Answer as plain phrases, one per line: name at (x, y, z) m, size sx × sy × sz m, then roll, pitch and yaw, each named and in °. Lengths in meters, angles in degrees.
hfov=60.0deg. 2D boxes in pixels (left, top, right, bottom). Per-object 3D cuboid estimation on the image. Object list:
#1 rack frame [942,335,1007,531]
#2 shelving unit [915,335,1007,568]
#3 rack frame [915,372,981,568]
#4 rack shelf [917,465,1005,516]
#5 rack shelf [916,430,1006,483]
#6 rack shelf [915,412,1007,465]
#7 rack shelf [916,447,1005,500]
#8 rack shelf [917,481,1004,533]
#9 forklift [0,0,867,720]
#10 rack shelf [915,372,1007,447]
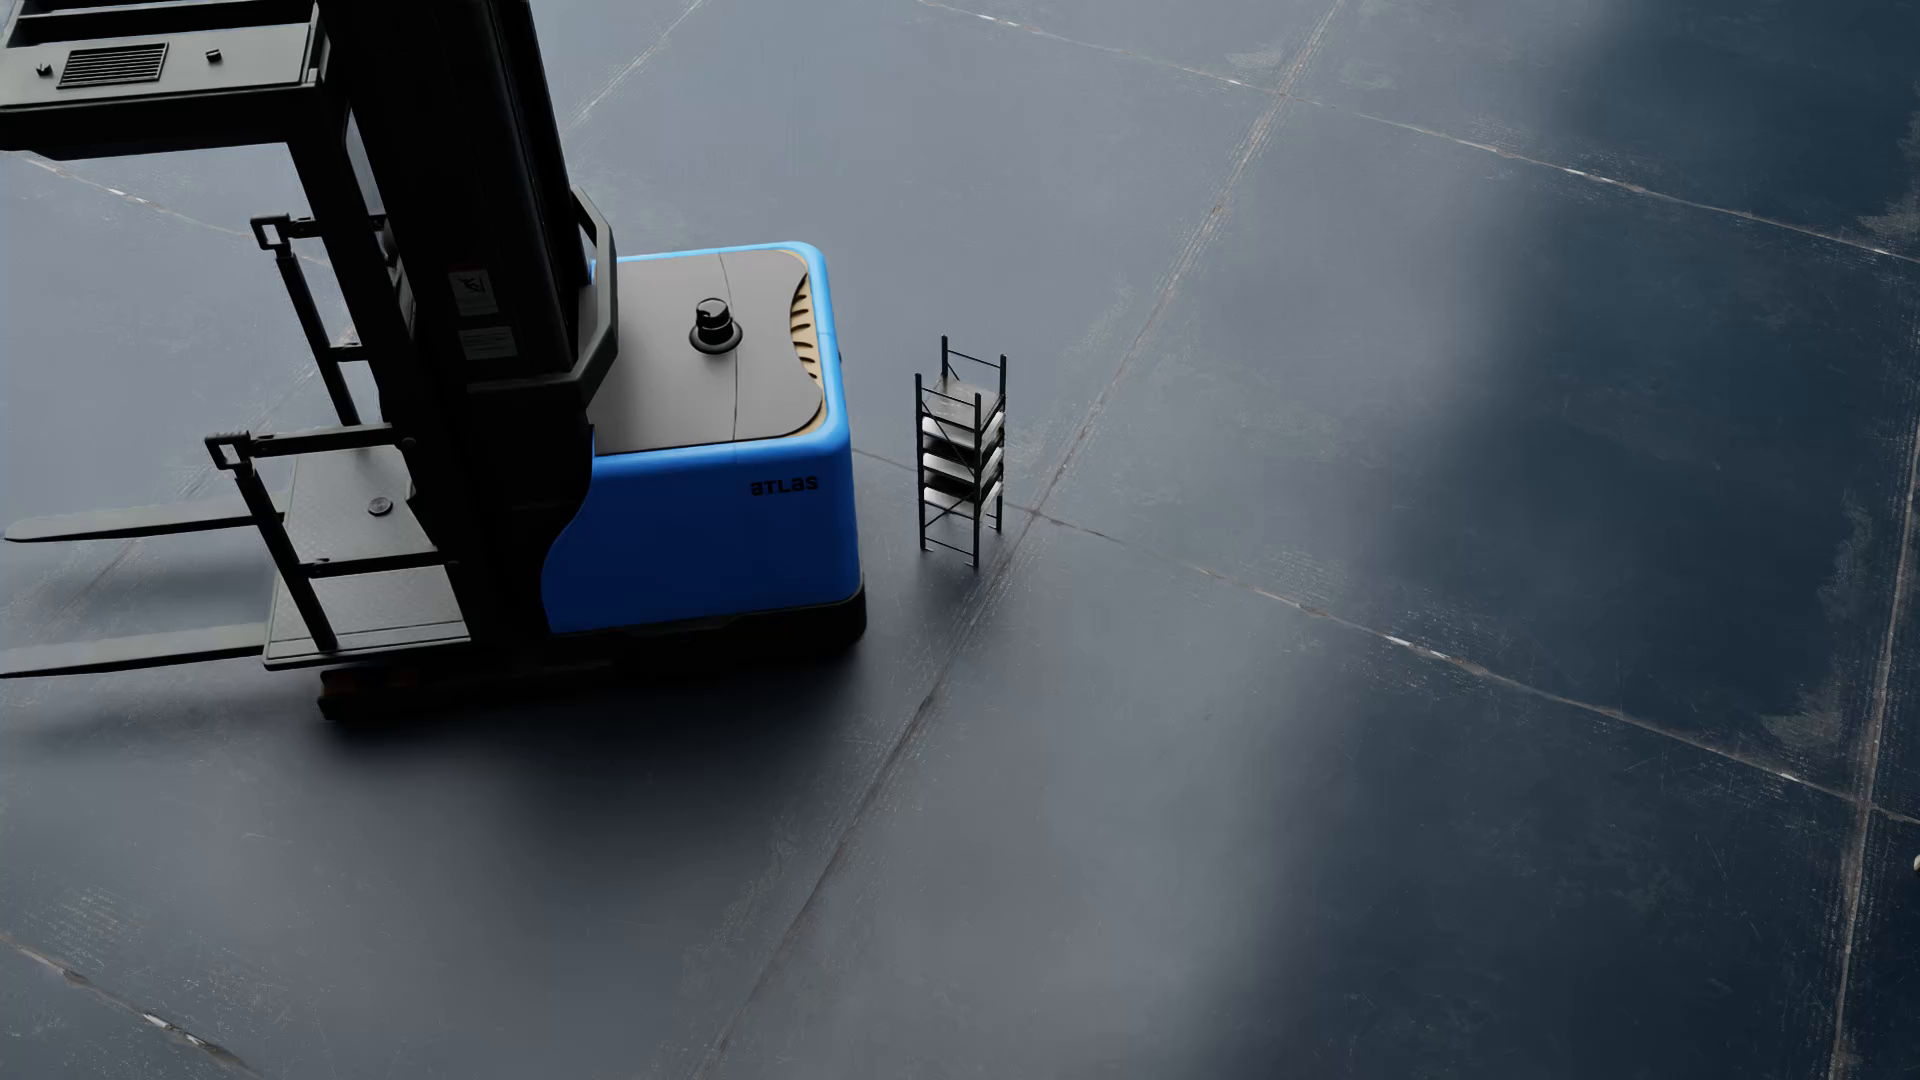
rack frame at (0.047, -0.367, 5.972) m, size 0.240 × 0.900 × 0.006 m, roll 20°, pitch 52°, yaw 16°
shelving unit at (0.003, -0.297, 5.912) m, size 0.258 × 0.900 × 0.210 m, roll 20°, pitch 52°, yaw 16°
rack frame at (-0.040, -0.227, 5.852) m, size 0.240 × 0.900 × 0.006 m, roll 20°, pitch 52°, yaw 16°
rack shelf at (0.003, -0.217, 6.006) m, size 0.258 × 0.077 × 0.200 m, roll 20°, pitch 52°, yaw 16°
rack shelf at (0.003, -0.334, 5.869) m, size 0.258 × 0.077 × 0.200 m, roll 20°, pitch 52°, yaw 16°
rack shelf at (0.003, -0.392, 5.800) m, size 0.258 × 0.077 × 0.200 m, roll 20°, pitch 52°, yaw 16°
rack shelf at (0.003, -0.276, 5.937) m, size 0.258 × 0.077 × 0.200 m, roll 20°, pitch 52°, yaw 16°
rack shelf at (0.003, -0.159, 6.075) m, size 0.258 × 0.077 × 0.200 m, roll 20°, pitch 52°, yaw 16°
forklift at (-1.891, -0.769, 4.980) m, size 3.031 × 2.935 × 1.130 m, roll -6°, pitch 50°, yaw -5°
rack shelf at (0.003, -0.451, 5.732) m, size 0.258 × 0.077 × 0.200 m, roll 20°, pitch 52°, yaw 16°
